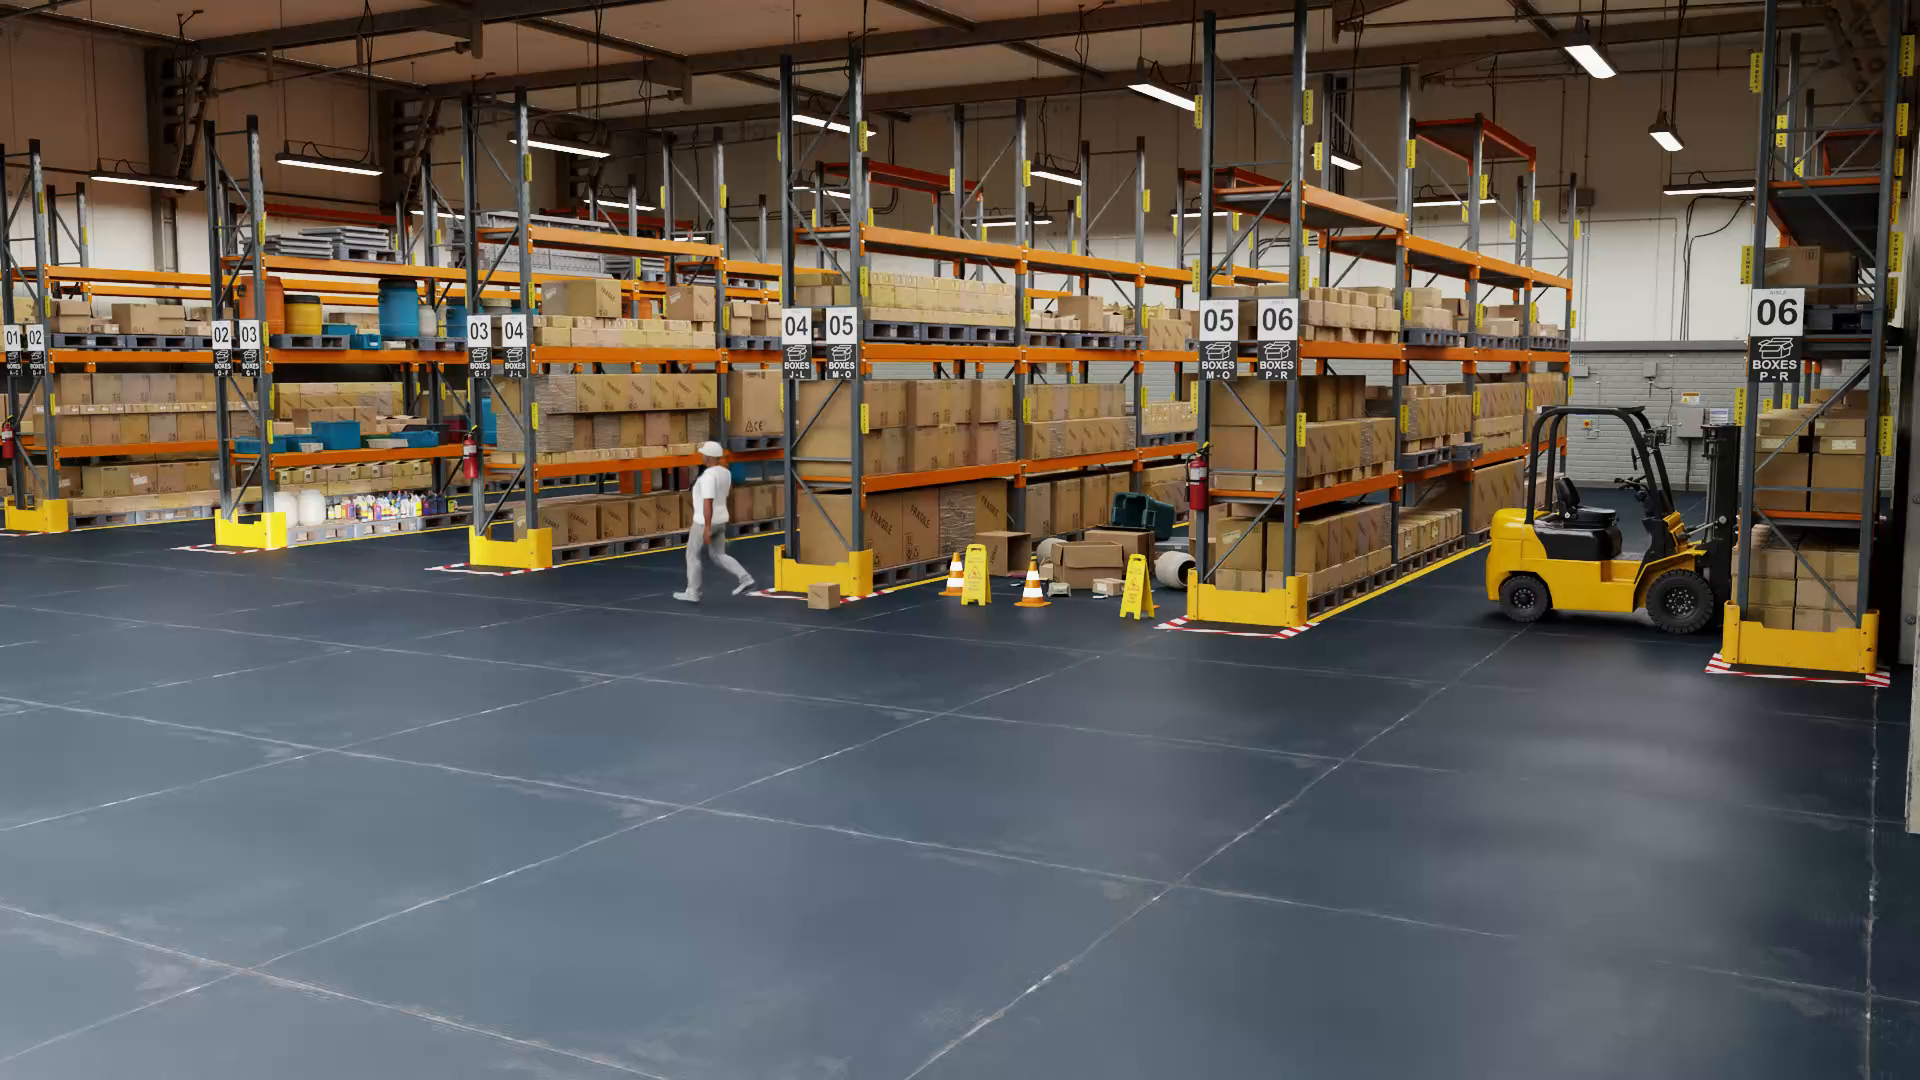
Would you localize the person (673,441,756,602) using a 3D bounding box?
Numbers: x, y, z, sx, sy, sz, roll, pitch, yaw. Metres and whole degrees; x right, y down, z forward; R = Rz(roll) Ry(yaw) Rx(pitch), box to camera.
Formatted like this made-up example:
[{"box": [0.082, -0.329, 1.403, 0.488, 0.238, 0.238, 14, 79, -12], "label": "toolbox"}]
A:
[{"box": [-2.646, -0.196, 17.892, 0.923, 1.739, 0.590, 3, 6, 23], "label": "person"}]
